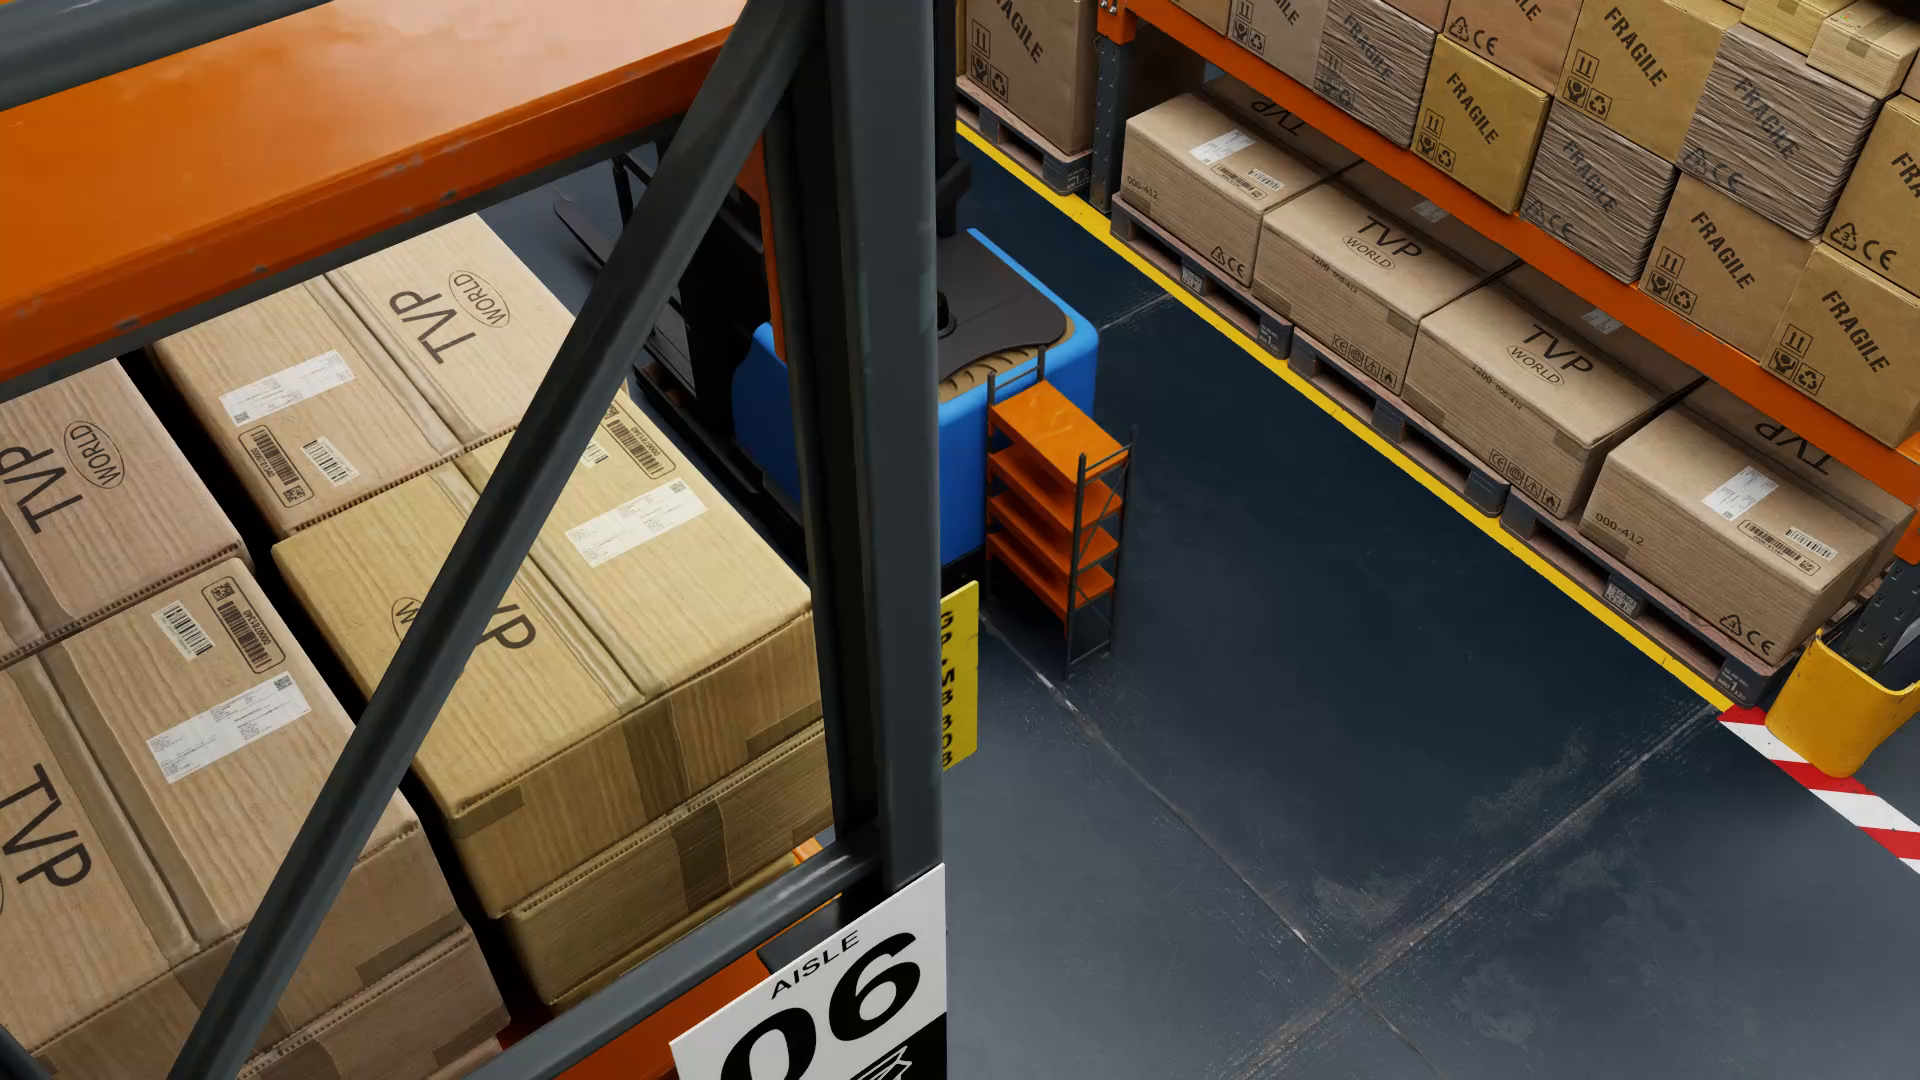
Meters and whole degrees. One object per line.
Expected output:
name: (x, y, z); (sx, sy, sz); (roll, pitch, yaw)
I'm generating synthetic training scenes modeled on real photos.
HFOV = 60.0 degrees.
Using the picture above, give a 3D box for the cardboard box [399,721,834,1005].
cardboard box: (-0.503, 0.280, 2.347); (0.500, 0.250, 0.500); (-30, 54, -24)

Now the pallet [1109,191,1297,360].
pallet: (1.472, -1.446, 7.918); (1.003, 0.211, 1.213); (-29, 54, -24)

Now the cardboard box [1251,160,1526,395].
cardboard box: (1.911, -1.201, 7.259); (0.875, 0.438, 0.875); (-31, 55, -25)

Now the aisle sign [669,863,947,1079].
aisle sign: (-0.177, 0.756, 2.284); (0.394, 0.787, 0.004); (-29, 54, -24)

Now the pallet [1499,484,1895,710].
pallet: (2.950, -0.008, 6.613); (1.003, 0.211, 1.213); (-29, 54, -24)

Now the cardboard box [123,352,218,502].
cardboard box: (-1.127, -0.318, 2.888); (0.500, 0.250, 0.500); (-31, 55, -25)

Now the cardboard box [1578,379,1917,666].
cardboard box: (3.017, -0.133, 6.291); (0.875, 0.438, 0.875); (-31, 55, -25)

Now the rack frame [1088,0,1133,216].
rack frame: (1.074, -2.867, 7.323); (1.000, 3.000, 0.127); (-29, 54, -24)

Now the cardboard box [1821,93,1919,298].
cardboard box: (3.015, -1.055, 4.938); (0.500, 0.500, 0.500); (-28, 54, -23)

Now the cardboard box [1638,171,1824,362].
cardboard box: (2.702, -1.010, 5.572); (0.500, 0.500, 0.500); (-30, 55, -25)

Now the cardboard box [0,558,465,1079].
cardboard box: (-0.943, 0.359, 1.937); (0.500, 0.250, 0.500); (-31, 55, -25)

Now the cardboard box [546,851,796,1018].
cardboard box: (-0.460, 0.505, 2.411); (0.380, 0.149, 0.250); (-28, 54, -23)

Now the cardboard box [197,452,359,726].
cardboard box: (-0.827, -0.011, 2.610); (0.500, 0.250, 0.500); (-28, 54, -23)

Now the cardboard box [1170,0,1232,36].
cardboard box: (1.150, -2.506, 6.929); (0.500, 0.500, 0.500); (-28, 54, -23)

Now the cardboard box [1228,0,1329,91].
cardboard box: (1.451, -2.207, 6.658); (0.500, 0.500, 0.500); (-29, 54, -24)

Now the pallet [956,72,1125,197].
pallet: (0.547, -2.351, 8.738); (1.003, 0.211, 1.213); (-29, 54, -24)

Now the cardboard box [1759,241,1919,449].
cardboard box: (2.993, -0.707, 5.298); (0.500, 0.500, 0.500); (-29, 54, -24)

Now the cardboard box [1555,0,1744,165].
cardboard box: (2.378, -1.643, 5.471); (0.500, 0.500, 0.500); (-30, 54, -24)

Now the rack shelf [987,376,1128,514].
rack shelf: (0.340, -0.331, 5.709); (0.258, 0.148, 0.480); (-29, 54, -24)

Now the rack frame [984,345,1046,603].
rack frame: (0.194, -0.212, 6.131); (0.240, 1.200, 0.015); (-29, 54, -24)

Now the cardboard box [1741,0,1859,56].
cardboard box: (2.604, -1.637, 5.028); (0.380, 0.149, 0.250); (-28, 54, -23)

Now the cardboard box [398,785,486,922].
cardboard box: (-0.640, 0.363, 2.540); (0.380, 0.149, 0.250); (-28, 54, -23)

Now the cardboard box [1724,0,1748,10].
cardboard box: (2.502, -1.823, 5.197); (0.380, 0.149, 0.250); (-30, 54, -24)

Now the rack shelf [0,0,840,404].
rack shelf: (-1.663, -1.231, 2.278); (1.077, 0.370, 4.000); (-29, 54, -24)

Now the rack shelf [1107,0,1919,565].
rack shelf: (2.285, -1.446, 6.520); (1.077, 0.370, 4.000); (-29, 54, -24)

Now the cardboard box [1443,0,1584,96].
cardboard box: (2.075, -1.940, 5.741); (0.500, 0.500, 0.500); (-30, 54, -24)

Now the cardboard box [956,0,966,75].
cardboard box: (0.082, -3.153, 8.733); (0.875, 0.875, 0.875); (-28, 54, -23)

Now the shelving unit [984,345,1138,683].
shelving unit: (0.340, -0.067, 6.000); (0.258, 1.200, 0.503); (-29, 54, -24)

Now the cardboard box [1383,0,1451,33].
cardboard box: (1.772, -2.239, 6.011); (0.500, 0.500, 0.500); (-28, 54, -23)

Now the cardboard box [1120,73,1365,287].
cardboard box: (1.369, -1.729, 7.737); (0.875, 0.438, 0.875); (-30, 54, -24)

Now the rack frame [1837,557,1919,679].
rack frame: (3.496, -0.508, 5.185); (1.000, 3.000, 0.127); (-29, 54, -24)

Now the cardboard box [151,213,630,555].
cardboard box: (-0.814, -0.187, 2.432); (0.500, 0.250, 0.500); (-30, 54, -24)

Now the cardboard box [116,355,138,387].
cardboard box: (-1.459, -0.613, 3.156); (0.500, 0.250, 0.500); (-30, 55, -25)

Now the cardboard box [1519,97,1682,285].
cardboard box: (2.382, -1.309, 5.843); (0.500, 0.500, 0.500); (-28, 54, -23)

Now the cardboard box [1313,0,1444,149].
cardboard box: (1.747, -1.911, 6.389); (0.500, 0.500, 0.500); (-29, 54, -24)

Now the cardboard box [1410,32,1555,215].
cardboard box: (2.059, -1.607, 6.114); (0.500, 0.500, 0.500); (-28, 54, -23)

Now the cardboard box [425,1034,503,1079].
cardboard box: (-0.830, 0.713, 2.223); (0.380, 0.149, 0.250); (-28, 54, -23)

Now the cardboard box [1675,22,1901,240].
cardboard box: (2.675, -1.350, 5.206); (0.500, 0.500, 0.500); (-29, 54, -24)

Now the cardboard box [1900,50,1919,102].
cardboard box: (2.947, -1.356, 4.773); (0.380, 0.149, 0.250); (-28, 54, -23)

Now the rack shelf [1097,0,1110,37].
rack shelf: (-0.137, -3.804, 8.659); (1.077, 0.370, 4.000); (-29, 54, -24)

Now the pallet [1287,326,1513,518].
pallet: (2.215, -0.727, 7.265); (1.003, 0.211, 1.213); (-29, 54, -24)

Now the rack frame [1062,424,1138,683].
rack frame: (0.485, 0.078, 5.868); (0.240, 1.200, 0.015); (-29, 54, -24)

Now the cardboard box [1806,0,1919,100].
cardboard box: (2.723, -1.470, 4.877); (0.380, 0.149, 0.250); (-30, 54, -24)

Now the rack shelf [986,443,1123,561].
rack shelf: (0.340, -0.172, 5.884); (0.258, 0.148, 0.480); (-29, 54, -24)

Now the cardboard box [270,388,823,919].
cardboard box: (-0.521, 0.122, 2.152); (0.500, 0.250, 0.500); (-30, 54, -24)

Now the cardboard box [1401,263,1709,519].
cardboard box: (2.456, -0.669, 6.776); (0.875, 0.438, 0.875); (-28, 54, -23)

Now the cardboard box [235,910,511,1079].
cardboard box: (-0.938, 0.524, 2.125); (0.500, 0.250, 0.500); (-30, 55, -25)

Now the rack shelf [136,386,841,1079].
rack shelf: (-1.663, -0.224, 3.388); (1.077, 0.370, 4.000); (-29, 54, -24)

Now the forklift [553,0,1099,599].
forklift: (-0.762, -1.679, 6.293); (1.130, 2.935, 3.031); (-29, 54, -24)

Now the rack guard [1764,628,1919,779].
rack guard: (3.511, 0.346, 6.098); (1.175, 0.500, 0.348); (-29, 54, -24)

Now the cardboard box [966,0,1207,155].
cardboard box: (0.635, -2.624, 8.253); (0.875, 0.875, 0.875); (-28, 54, -23)

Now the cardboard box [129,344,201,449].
cardboard box: (-1.129, -0.477, 2.695); (0.500, 0.250, 0.500); (-30, 55, -25)

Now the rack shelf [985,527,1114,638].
rack shelf: (0.340, 0.112, 6.197); (0.258, 0.148, 0.480); (-29, 54, -24)

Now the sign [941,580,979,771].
sign: (-0.020, 0.176, 1.950); (0.100, 0.325, 0.005); (-29, 54, -24)

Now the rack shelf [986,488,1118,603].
rack shelf: (0.340, -0.022, 6.050); (0.258, 0.148, 0.480); (-29, 54, -24)

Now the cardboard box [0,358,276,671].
cardboard box: (-1.258, 0.052, 2.215); (0.500, 0.250, 0.500); (-31, 55, -25)

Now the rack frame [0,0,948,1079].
rack frame: (-0.452, -0.294, 0.942); (1.000, 3.000, 0.127); (-29, 54, -24)
